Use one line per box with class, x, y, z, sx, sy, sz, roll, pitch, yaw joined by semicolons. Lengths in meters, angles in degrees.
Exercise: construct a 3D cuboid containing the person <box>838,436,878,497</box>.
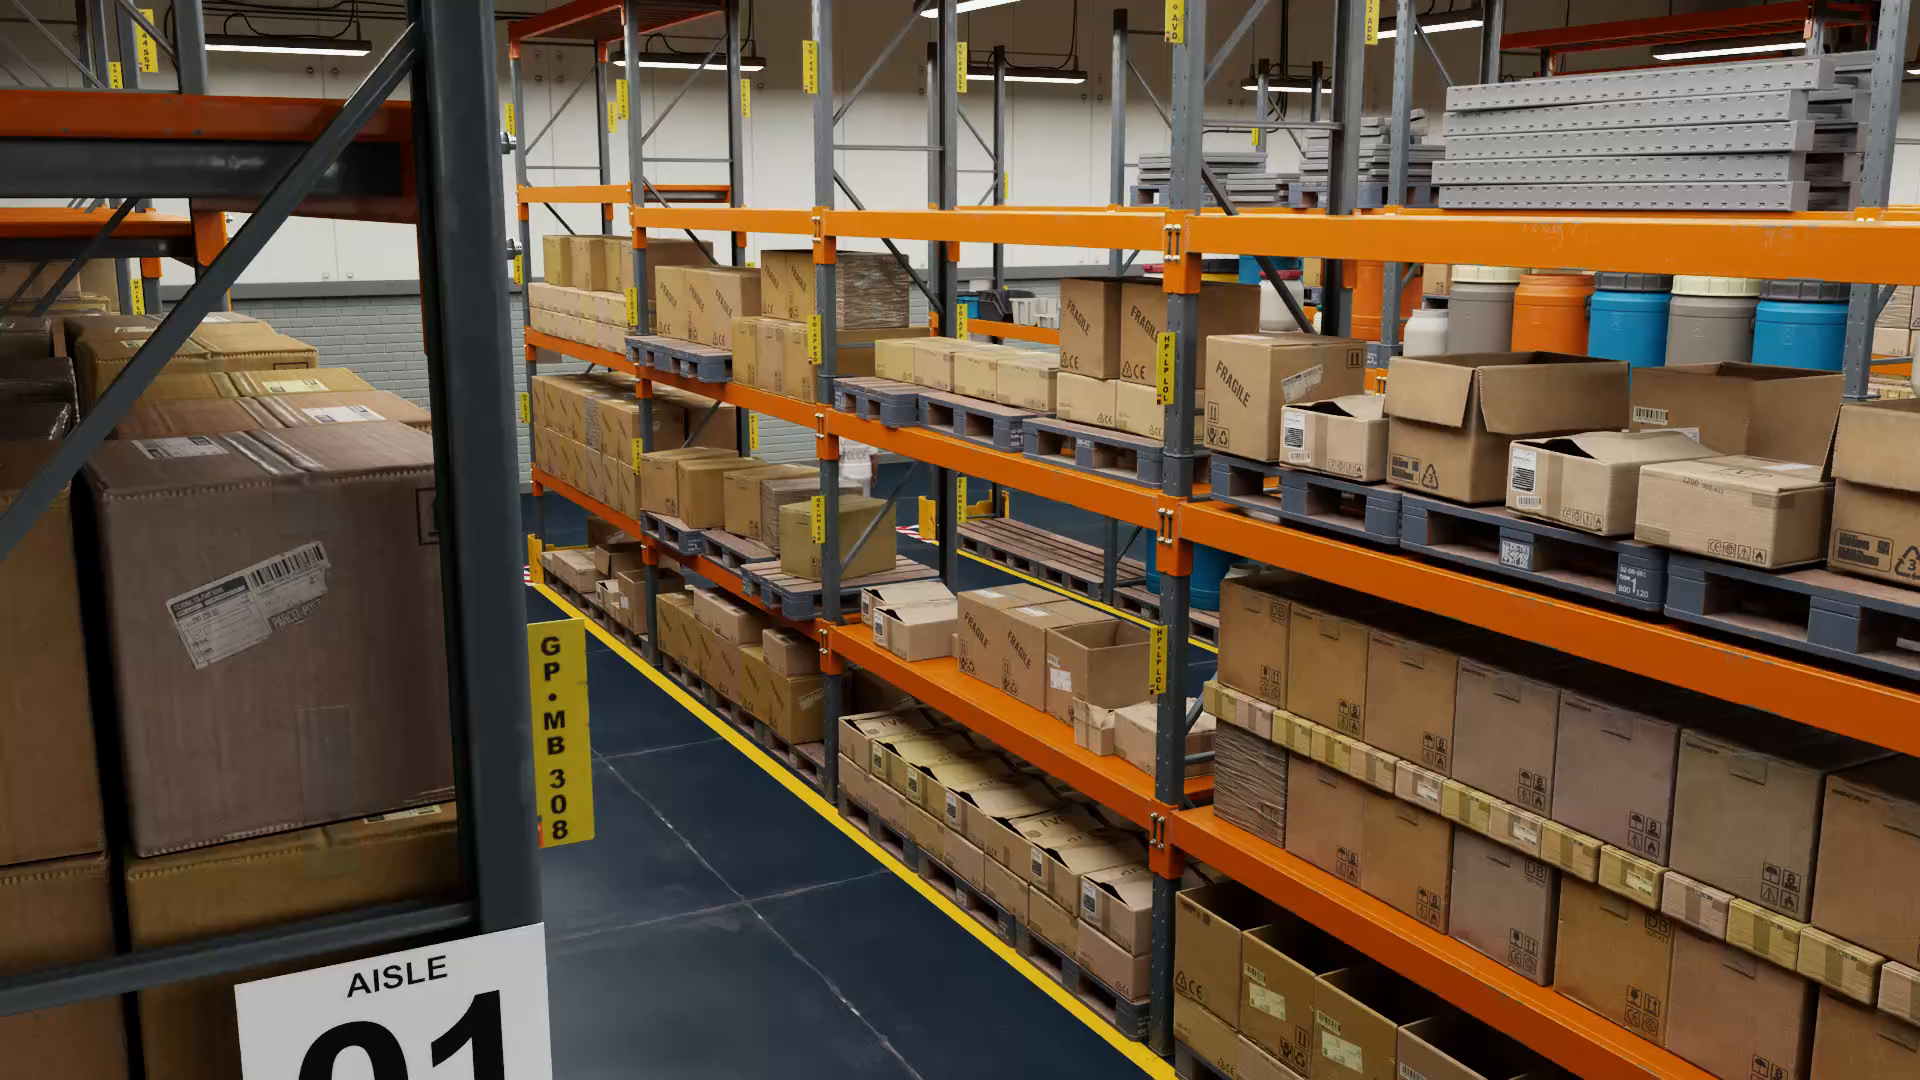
person;-1.294;-0.782;20.221;0.595;1.705;1.090;-1;12;-6
